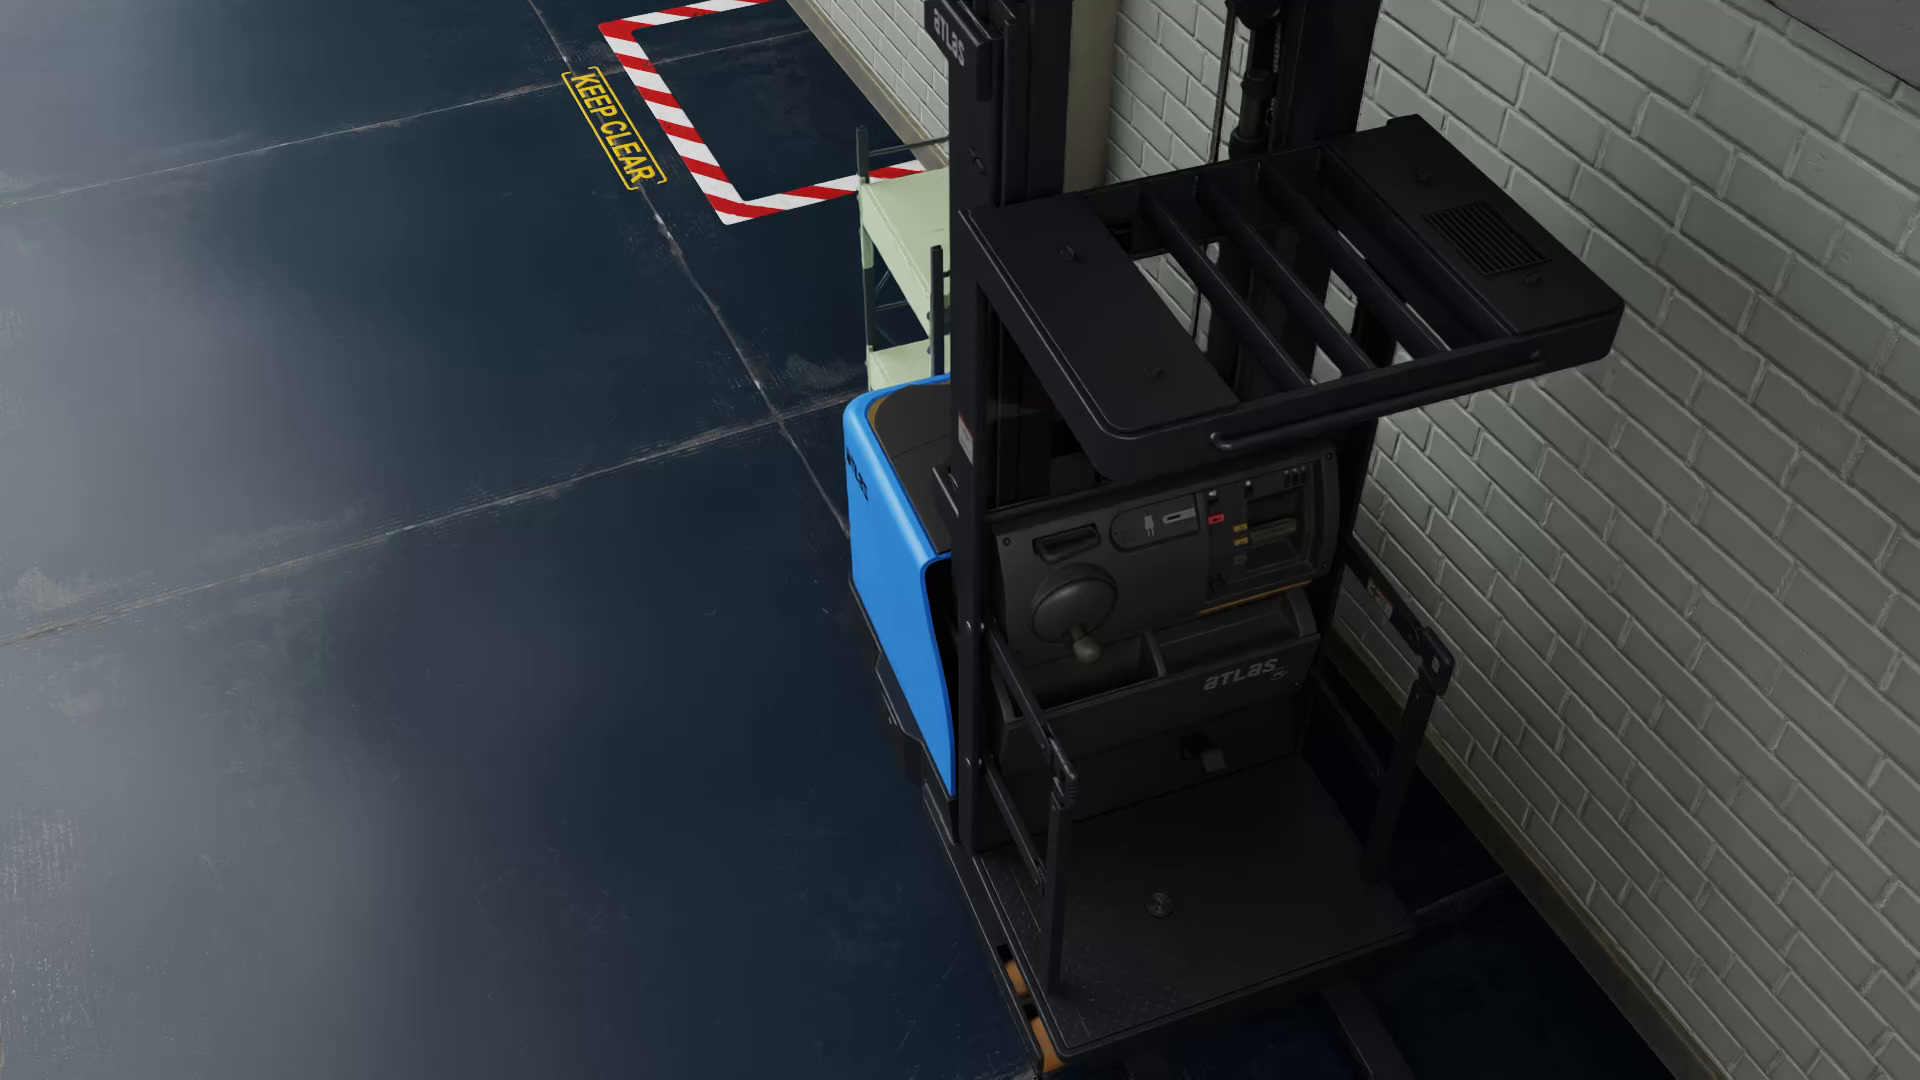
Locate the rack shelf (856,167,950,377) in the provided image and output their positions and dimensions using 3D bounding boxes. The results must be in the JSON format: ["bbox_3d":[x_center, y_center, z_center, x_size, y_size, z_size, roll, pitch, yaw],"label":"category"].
[{"bbox_3d":[-0.026,-0.909,5.548,0.431,0.370,0.720,-15,46,-14],"label":"rack shelf"}]

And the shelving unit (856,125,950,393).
[{"bbox_3d":[-0.026,-0.631,5.822,0.431,1.500,0.755,-15,46,-14],"label":"shelving unit"}]

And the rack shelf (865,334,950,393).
[{"bbox_3d":[-0.026,-0.399,6.051,0.431,0.370,0.720,-15,46,-14],"label":"rack shelf"}]

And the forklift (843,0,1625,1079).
[{"bbox_3d":[0.610,0.126,4.036,1.130,2.935,3.031,-15,46,-14],"label":"forklift"}]

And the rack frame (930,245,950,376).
[{"bbox_3d":[0.102,-0.391,5.578,0.400,1.500,0.023,-15,46,-14],"label":"rack frame"}]

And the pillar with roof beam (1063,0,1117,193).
[{"bbox_3d":[-3.567,-2.769,2.649,9.100,9.000,0.400,-18,47,-17],"label":"pillar with roof beam"}]

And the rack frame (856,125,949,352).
[{"bbox_3d":[-0.154,-0.872,6.066,0.400,1.500,0.023,-15,46,-14],"label":"rack frame"}]
